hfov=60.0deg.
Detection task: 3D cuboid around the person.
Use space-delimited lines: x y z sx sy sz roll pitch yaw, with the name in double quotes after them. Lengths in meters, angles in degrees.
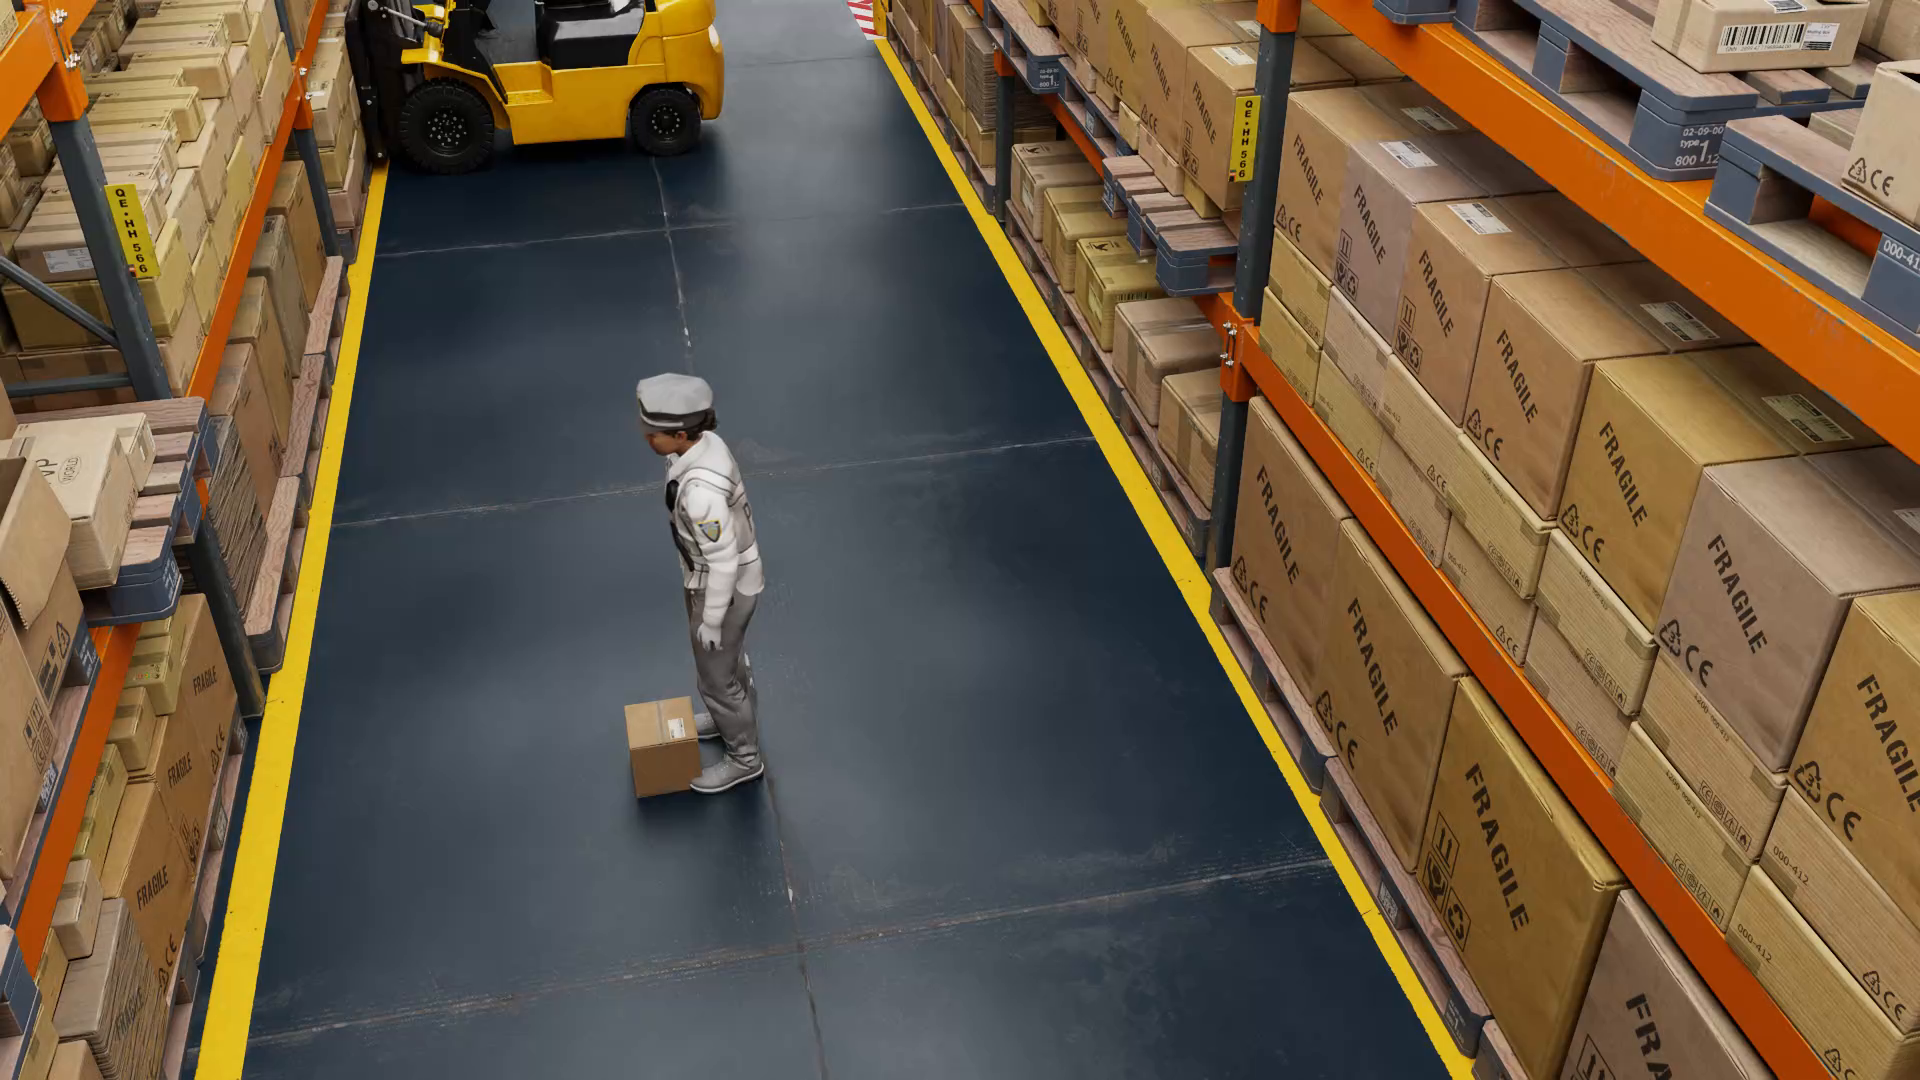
-0.887 0.164 5.902 0.379 1.663 0.536 -8 35 -11 "person"
